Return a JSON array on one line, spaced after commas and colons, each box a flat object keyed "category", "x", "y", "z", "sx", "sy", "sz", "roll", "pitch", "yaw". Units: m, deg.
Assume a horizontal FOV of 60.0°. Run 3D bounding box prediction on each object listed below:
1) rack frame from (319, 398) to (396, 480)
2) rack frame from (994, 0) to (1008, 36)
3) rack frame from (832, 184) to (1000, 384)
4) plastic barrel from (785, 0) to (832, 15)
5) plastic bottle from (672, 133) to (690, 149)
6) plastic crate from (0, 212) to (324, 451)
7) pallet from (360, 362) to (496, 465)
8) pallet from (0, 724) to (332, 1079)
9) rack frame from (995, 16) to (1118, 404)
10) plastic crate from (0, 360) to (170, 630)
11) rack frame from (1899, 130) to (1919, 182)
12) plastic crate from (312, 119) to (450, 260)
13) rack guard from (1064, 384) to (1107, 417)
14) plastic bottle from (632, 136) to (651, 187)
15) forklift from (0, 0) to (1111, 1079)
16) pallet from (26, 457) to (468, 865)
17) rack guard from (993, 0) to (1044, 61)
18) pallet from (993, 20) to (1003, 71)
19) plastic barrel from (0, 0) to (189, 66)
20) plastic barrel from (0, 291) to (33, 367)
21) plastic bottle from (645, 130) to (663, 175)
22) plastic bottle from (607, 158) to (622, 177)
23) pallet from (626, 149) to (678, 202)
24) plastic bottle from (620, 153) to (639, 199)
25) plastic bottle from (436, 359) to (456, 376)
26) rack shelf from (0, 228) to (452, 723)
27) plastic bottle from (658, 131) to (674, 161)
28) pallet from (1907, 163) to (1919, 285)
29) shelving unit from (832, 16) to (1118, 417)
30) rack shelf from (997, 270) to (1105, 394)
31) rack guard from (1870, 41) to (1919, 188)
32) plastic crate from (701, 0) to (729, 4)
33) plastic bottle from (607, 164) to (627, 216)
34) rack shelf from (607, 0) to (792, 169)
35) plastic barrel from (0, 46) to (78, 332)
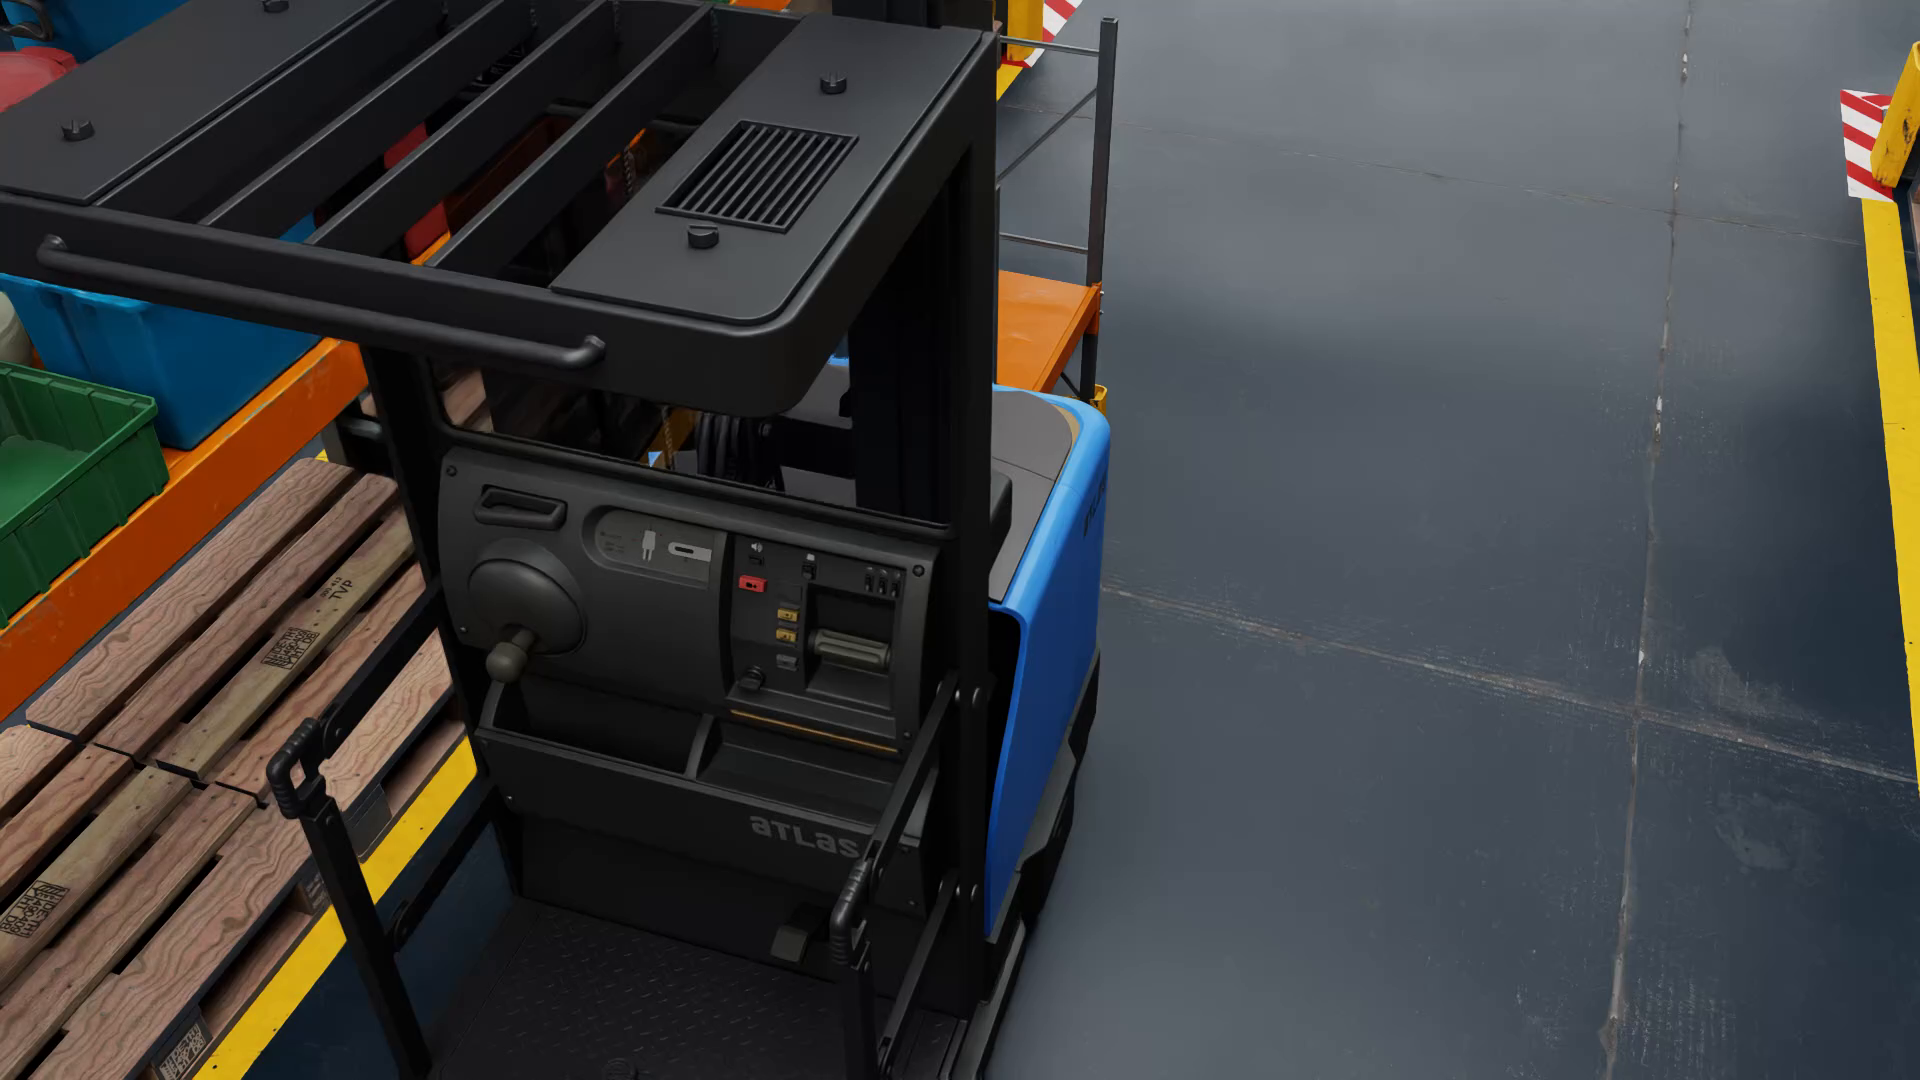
[{"category": "rack frame", "x": -1.572, "y": -1.260, "z": 4.416, "sx": 1.000, "sy": 3.000, "sz": 0.127, "roll": 13, "pitch": 42, "yaw": 15}, {"category": "rack frame", "x": -0.204, "y": -3.700, "z": 7.276, "sx": 1.000, "sy": 3.000, "sz": 0.127, "roll": 13, "pitch": 42, "yaw": 15}, {"category": "rack frame", "x": -0.145, "y": -0.313, "z": 4.461, "sx": 0.500, "sy": 1.500, "sz": 0.032, "roll": 13, "pitch": 42, "yaw": 15}, {"category": "plastic barrel", "x": -0.529, "y": -2.189, "z": 7.098, "sx": 0.421, "sy": 0.512, "sz": 0.421, "roll": 0, "pitch": 40, "yaw": 0}, {"category": "plastic bottle", "x": -1.153, "y": -1.703, "z": 6.752, "sx": 0.097, "sy": 0.201, "sz": 0.097, "roll": 0, "pitch": 40, "yaw": 0}, {"category": "plastic crate", "x": -1.657, "y": -0.512, "z": 3.552, "sx": 0.392, "sy": 0.384, "sz": 0.575, "roll": 13, "pitch": 42, "yaw": 15}, {"category": "pallet", "x": -1.303, "y": -0.600, "z": 5.790, "sx": 1.003, "sy": 0.211, "sz": 1.213, "roll": 13, "pitch": 42, "yaw": 15}, {"category": "pallet", "x": -2.220, "y": 1.035, "z": 3.874, "sx": 1.003, "sy": 0.211, "sz": 1.213, "roll": 13, "pitch": 42, "yaw": 15}, {"category": "rack frame", "x": 0.203, "y": -0.933, "z": 5.188, "sx": 0.500, "sy": 1.500, "sz": 0.032, "roll": 13, "pitch": 42, "yaw": 15}, {"category": "plastic crate", "x": -1.903, "y": -0.055, "z": 3.166, "sx": 0.450, "sy": 0.188, "sz": 0.662, "roll": 13, "pitch": 42, "yaw": 15}, {"category": "rack frame", "x": 4.449, "y": -2.598, "z": 5.984, "sx": 1.000, "sy": 3.000, "sz": 0.127, "roll": 13, "pitch": 42, "yaw": 15}, {"category": "plastic crate", "x": -1.450, "y": -0.921, "z": 3.969, "sx": 0.402, "sy": 0.464, "sz": 0.583, "roll": 13, "pitch": 42, "yaw": 15}, {"category": "rack guard", "x": 0.196, "y": -0.445, "z": 5.579, "sx": 0.587, "sy": 0.250, "sz": 0.087, "roll": 13, "pitch": 42, "yaw": 15}, {"category": "plastic bottle", "x": -1.269, "y": -1.523, "z": 6.487, "sx": 0.097, "sy": 0.271, "sz": 0.097, "roll": 0, "pitch": 40, "yaw": 0}, {"category": "forklift", "x": -0.559, "y": 0.191, "z": 2.768, "sx": 1.130, "sy": 2.935, "sz": 3.031, "roll": 12, "pitch": 42, "yaw": 13}, {"category": "pallet", "x": -1.804, "y": 0.288, "z": 4.750, "sx": 1.003, "sy": 0.211, "sz": 1.213, "roll": 13, "pitch": 42, "yaw": 15}, {"category": "rack guard", "x": -0.186, "y": -2.692, "z": 8.020, "sx": 1.175, "sy": 0.500, "sz": 0.348, "roll": 13, "pitch": 42, "yaw": 15}, {"category": "pallet", "x": -0.469, "y": -2.088, "z": 7.535, "sx": 1.003, "sy": 0.211, "sz": 1.213, "roll": 13, "pitch": 42, "yaw": 15}, {"category": "plastic barrel", "x": -1.989, "y": -1.282, "z": 4.056, "sx": 0.600, "sy": 0.901, "sz": 0.708, "roll": 13, "pitch": 42, "yaw": 15}, {"category": "plastic barrel", "x": -2.169, "y": -0.434, "z": 3.555, "sx": 0.301, "sy": 0.262, "sz": 0.301, "roll": 0, "pitch": 40, "yaw": 0}, {"category": "plastic bottle", "x": -1.235, "y": -1.584, "z": 6.558, "sx": 0.097, "sy": 0.271, "sz": 0.097, "roll": 0, "pitch": 40, "yaw": 0}, {"category": "plastic bottle", "x": -1.338, "y": -1.399, "z": 6.342, "sx": 0.097, "sy": 0.271, "sz": 0.097, "roll": 0, "pitch": 40, "yaw": 0}, {"category": "pallet", "x": -0.888, "y": -1.346, "z": 6.665, "sx": 1.003, "sy": 0.211, "sz": 1.213, "roll": 13, "pitch": 42, "yaw": 15}, {"category": "plastic bottle", "x": -1.303, "y": -1.436, "z": 6.439, "sx": 0.097, "sy": 0.201, "sz": 0.097, "roll": 0, "pitch": 40, "yaw": 0}, {"category": "plastic bottle", "x": -1.741, "y": -0.653, "z": 5.522, "sx": 0.097, "sy": 0.201, "sz": 0.097, "roll": 0, "pitch": 40, "yaw": 0}, {"category": "rack shelf", "x": -2.256, "y": 0.233, "z": 3.220, "sx": 1.077, "sy": 0.370, "sz": 4.000, "roll": 13, "pitch": 42, "yaw": 15}, {"category": "plastic bottle", "x": -1.212, "y": -1.663, "z": 6.642, "sx": 0.061, "sy": 0.283, "sz": 0.133, "roll": 14, "pitch": 42, "yaw": 16}, {"category": "pallet", "x": 4.227, "y": -1.062, "z": 6.332, "sx": 1.003, "sy": 0.211, "sz": 1.213, "roll": 13, "pitch": 42, "yaw": 15}, {"category": "shelving unit", "x": 0.026, "y": -0.617, "z": 4.818, "sx": 0.587, "sy": 1.500, "sz": 1.083, "roll": 13, "pitch": 42, "yaw": 15}, {"category": "rack shelf", "x": 0.029, "y": -0.486, "z": 4.941, "sx": 0.538, "sy": 0.185, "sz": 1.000, "roll": 13, "pitch": 42, "yaw": 15}, {"category": "rack guard", "x": 4.457, "y": -1.662, "z": 6.813, "sx": 1.175, "sy": 0.500, "sz": 0.348, "roll": 13, "pitch": 42, "yaw": 15}, {"category": "plastic crate", "x": -0.843, "y": -1.945, "z": 5.382, "sx": 0.450, "sy": 0.188, "sz": 0.662, "roll": 13, "pitch": 42, "yaw": 15}, {"category": "plastic bottle", "x": -1.287, "y": -1.240, "z": 6.146, "sx": 0.061, "sy": 0.283, "sz": 0.133, "roll": 13, "pitch": 42, "yaw": 15}, {"category": "rack shelf", "x": -0.888, "y": -2.206, "z": 6.079, "sx": 1.077, "sy": 0.370, "sz": 4.000, "roll": 13, "pitch": 42, "yaw": 15}, {"category": "plastic barrel", "x": -2.106, "y": -0.777, "z": 3.745, "sx": 0.433, "sy": 0.535, "sz": 0.433, "roll": 0, "pitch": 40, "yaw": 0}]
